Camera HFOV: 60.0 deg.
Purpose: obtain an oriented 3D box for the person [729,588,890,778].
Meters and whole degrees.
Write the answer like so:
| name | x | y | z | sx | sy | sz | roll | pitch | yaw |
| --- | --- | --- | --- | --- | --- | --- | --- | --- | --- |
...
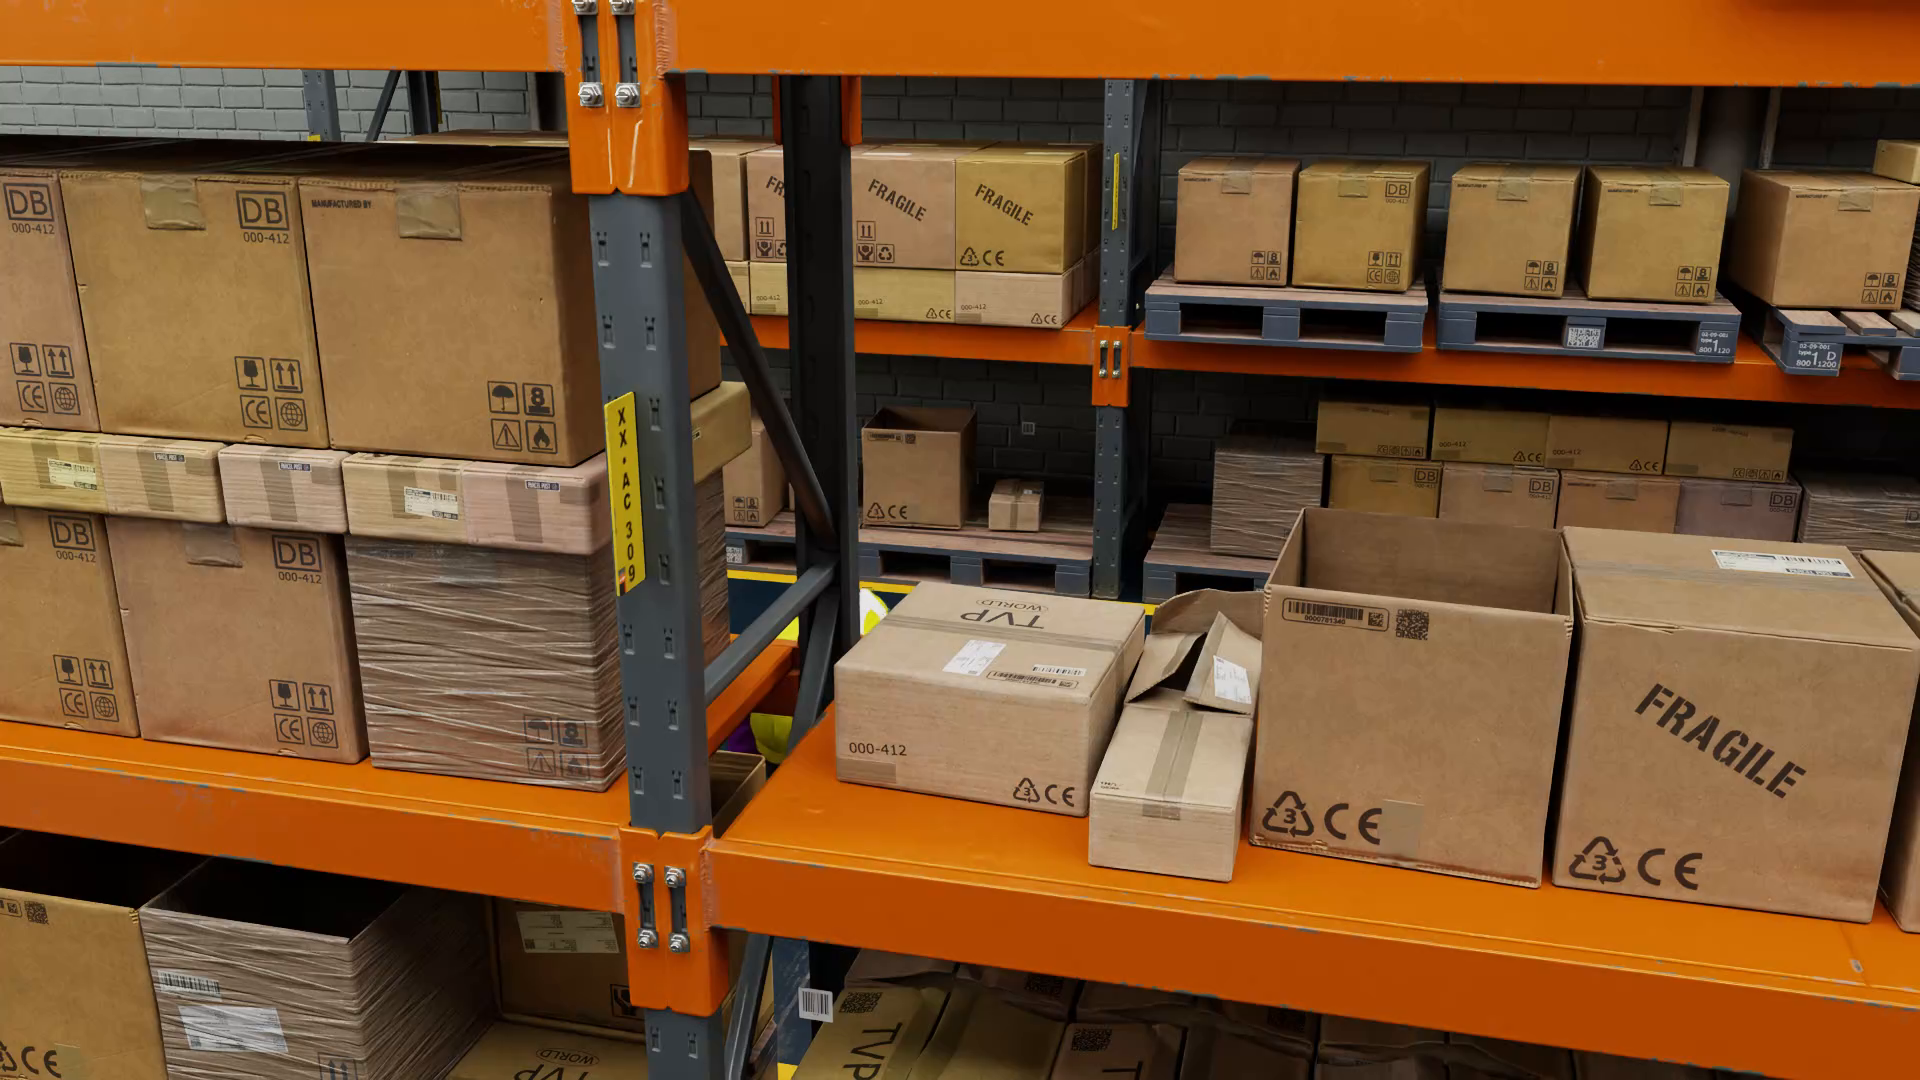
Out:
| name | x | y | z | sx | sy | sz | roll | pitch | yaw |
| --- | --- | --- | --- | --- | --- | --- | --- | --- | --- |
| person | -0.485 | 0.638 | 5.580 | 0.518 | 0.863 | 0.980 | 4 | 19 | 12 |
